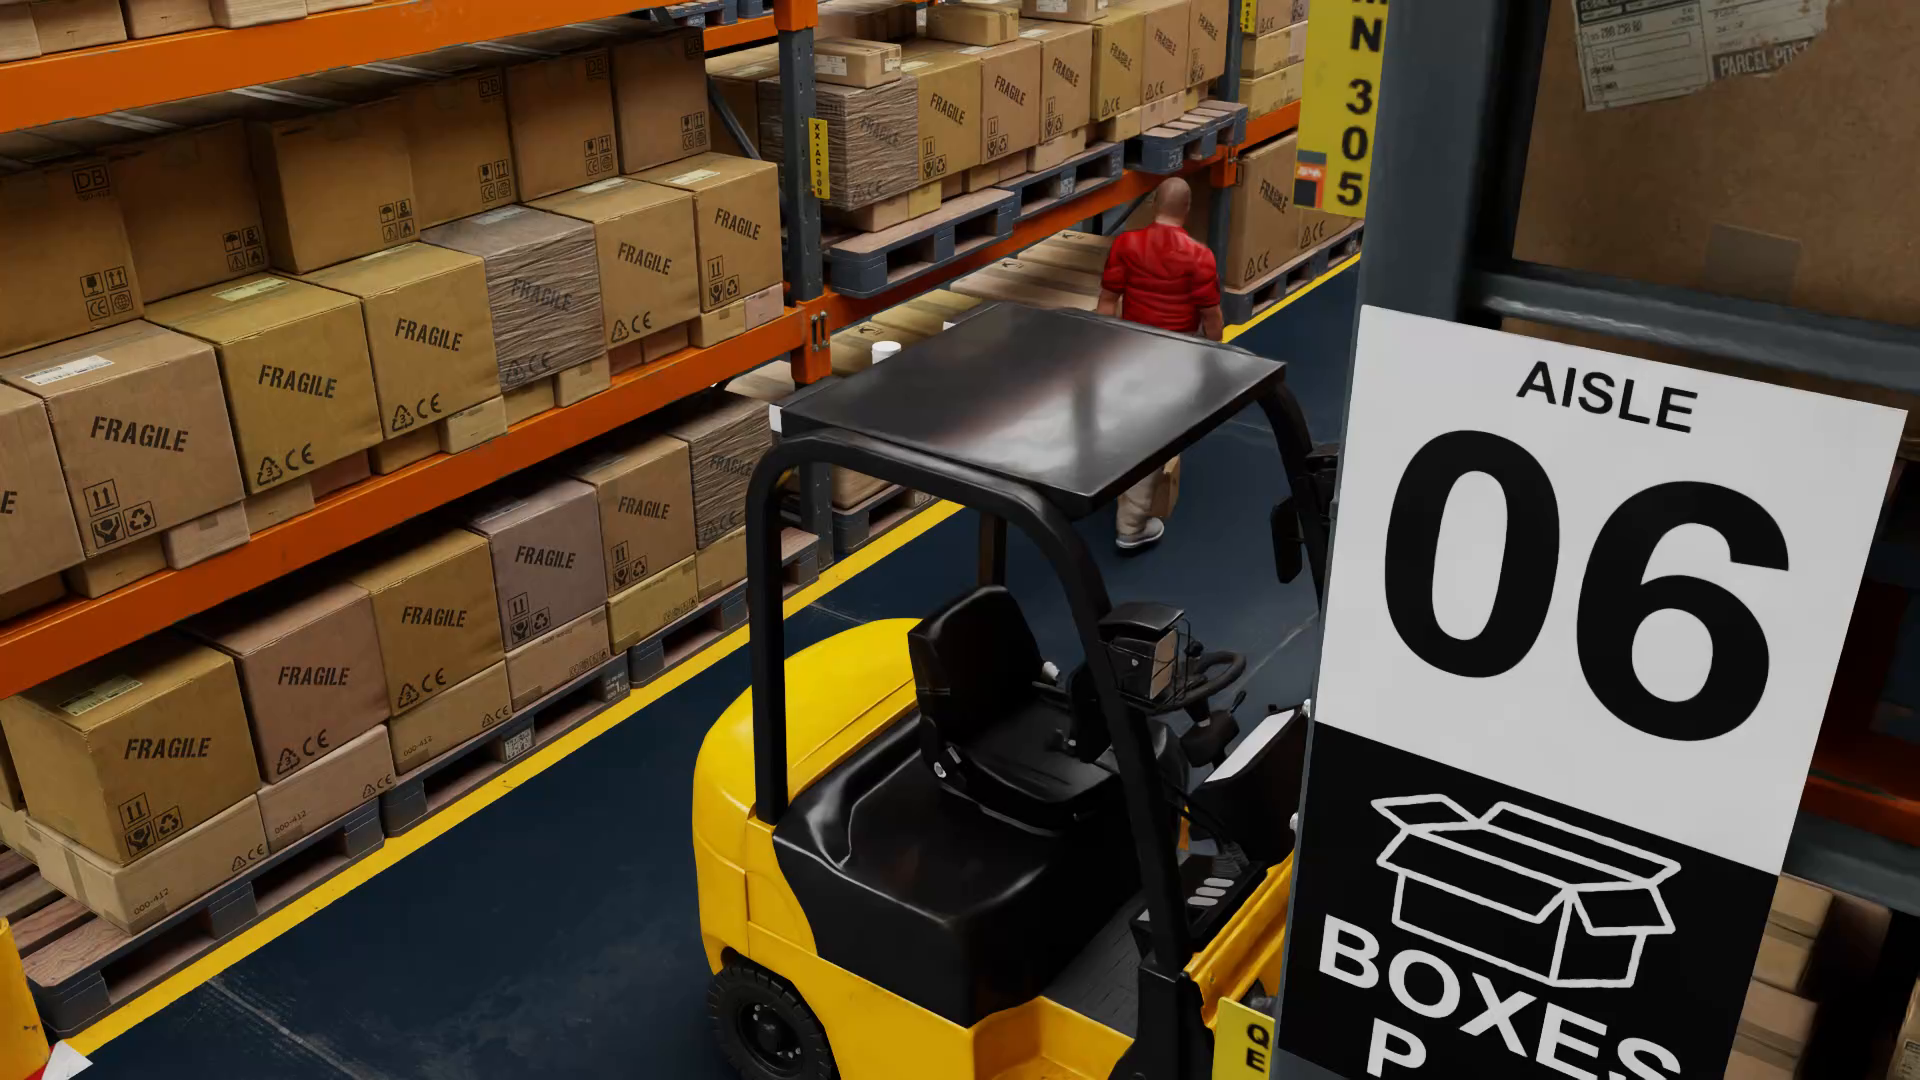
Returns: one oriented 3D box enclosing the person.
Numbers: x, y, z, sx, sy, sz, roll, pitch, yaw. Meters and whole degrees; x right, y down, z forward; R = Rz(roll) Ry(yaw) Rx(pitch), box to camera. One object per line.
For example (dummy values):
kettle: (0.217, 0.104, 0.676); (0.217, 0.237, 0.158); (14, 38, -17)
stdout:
person: (0.937, -0.826, 7.830); (0.558, 1.766, 0.832); (17, 31, 30)
